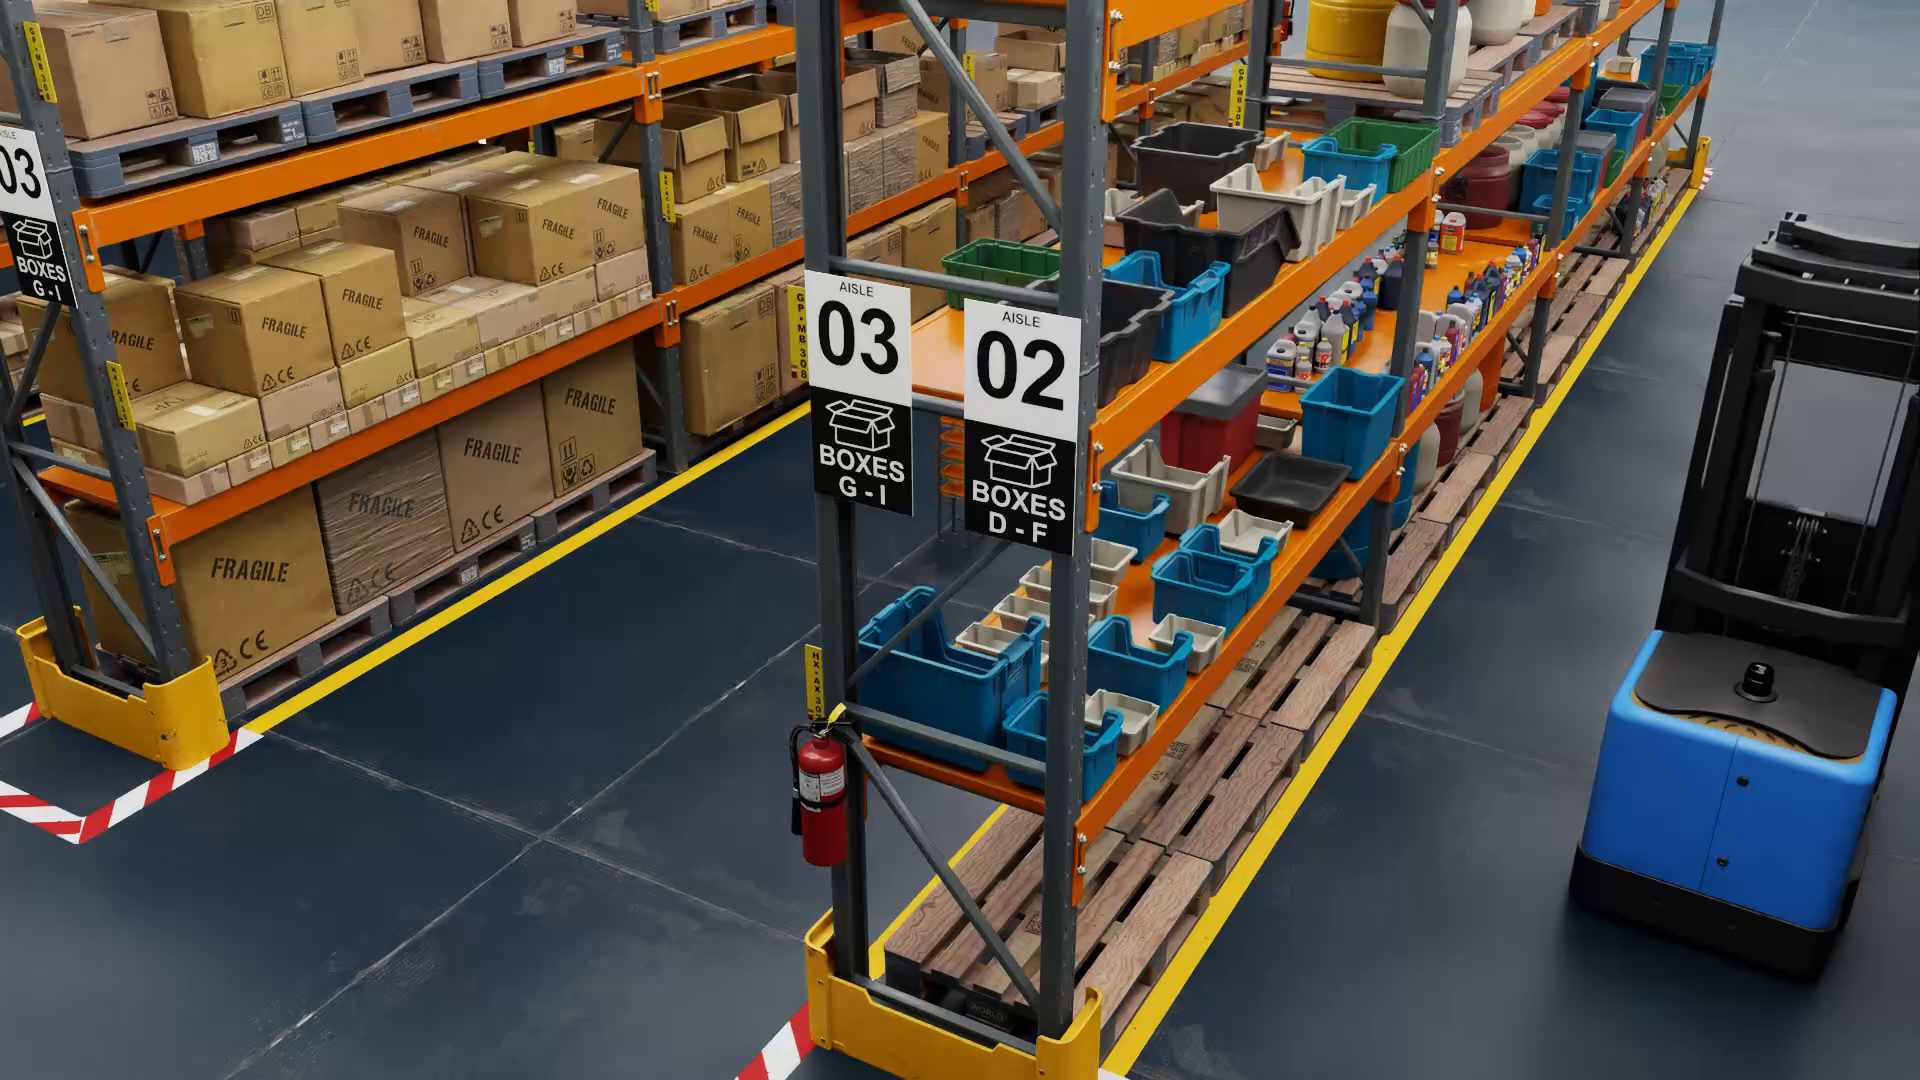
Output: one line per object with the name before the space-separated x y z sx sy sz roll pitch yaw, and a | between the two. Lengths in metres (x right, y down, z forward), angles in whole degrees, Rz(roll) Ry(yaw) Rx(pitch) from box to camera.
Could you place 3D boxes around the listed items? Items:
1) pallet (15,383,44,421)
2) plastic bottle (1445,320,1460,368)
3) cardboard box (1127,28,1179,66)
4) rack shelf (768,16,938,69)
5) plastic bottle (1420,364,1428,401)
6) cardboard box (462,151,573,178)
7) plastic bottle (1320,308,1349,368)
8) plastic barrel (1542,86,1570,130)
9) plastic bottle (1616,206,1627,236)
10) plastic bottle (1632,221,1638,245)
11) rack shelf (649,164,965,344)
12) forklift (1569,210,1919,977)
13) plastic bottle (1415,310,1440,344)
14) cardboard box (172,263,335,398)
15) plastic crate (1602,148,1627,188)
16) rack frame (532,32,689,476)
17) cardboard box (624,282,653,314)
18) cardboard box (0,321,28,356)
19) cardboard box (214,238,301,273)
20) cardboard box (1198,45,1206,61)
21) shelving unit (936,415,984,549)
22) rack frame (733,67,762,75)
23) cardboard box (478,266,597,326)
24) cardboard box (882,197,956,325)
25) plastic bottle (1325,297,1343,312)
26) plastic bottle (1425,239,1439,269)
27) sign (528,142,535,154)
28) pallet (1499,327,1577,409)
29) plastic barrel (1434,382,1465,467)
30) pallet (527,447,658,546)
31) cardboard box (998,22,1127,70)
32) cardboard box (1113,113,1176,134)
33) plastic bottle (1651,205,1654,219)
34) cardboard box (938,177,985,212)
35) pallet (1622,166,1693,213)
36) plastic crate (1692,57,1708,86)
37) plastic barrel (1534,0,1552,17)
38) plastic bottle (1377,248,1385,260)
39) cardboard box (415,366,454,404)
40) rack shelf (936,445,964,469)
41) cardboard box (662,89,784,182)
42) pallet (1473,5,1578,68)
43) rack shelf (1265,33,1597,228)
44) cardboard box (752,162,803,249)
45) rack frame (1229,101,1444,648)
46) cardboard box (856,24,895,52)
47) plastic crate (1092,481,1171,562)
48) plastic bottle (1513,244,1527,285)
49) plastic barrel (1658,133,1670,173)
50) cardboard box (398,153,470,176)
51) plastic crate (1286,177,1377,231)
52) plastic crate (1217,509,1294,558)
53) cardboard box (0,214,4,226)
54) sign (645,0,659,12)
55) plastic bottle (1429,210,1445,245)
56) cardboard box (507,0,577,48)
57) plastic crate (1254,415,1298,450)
pallet | -7.549 -1.062 12.635 1.003 0.211 1.213 14 30 26
plastic bottle | 2.919 -1.176 9.879 0.061 0.283 0.133 14 30 26
cardboard box | 1.829 -5.381 17.705 0.875 0.500 0.500 14 30 26
rack shelf | -1.731 -6.631 21.449 1.077 0.370 4.000 14 30 26
plastic bottle | 2.588 -0.894 9.407 0.097 0.201 0.097 0 27 0
cardboard box | -2.840 -2.195 10.781 0.500 0.500 0.500 14 30 26
plastic bottle | 2.223 -1.210 9.870 0.144 0.351 0.185 14 30 26
plastic barrel | 5.204 -3.687 14.613 0.433 0.535 0.433 0 27 0
plastic bottle | 6.446 -3.116 16.166 0.061 0.283 0.133 14 30 26
plastic bottle | 6.404 -2.955 15.859 0.097 0.271 0.097 0 27 0
rack shelf | -1.398 -2.382 12.960 1.077 0.370 4.000 14 30 26
forklift | 3.953 -0.100 7.675 1.130 2.935 3.031 16 31 29
plastic bottle | 2.813 -1.268 10.072 0.152 0.276 0.135 14 30 26
cardboard box | -3.633 -1.089 8.571 0.500 0.500 0.500 13 30 25
plastic crate | 5.255 -3.115 13.859 0.450 0.188 0.662 14 30 26
rack frame | -2.382 -1.924 11.242 1.000 3.000 0.127 14 30 26
cardboard box | -2.247 -1.620 10.917 0.380 0.149 0.250 14 30 26
cardboard box | -7.177 -1.514 12.474 0.380 0.149 0.250 13 29 24
cardboard box | -6.056 -2.355 14.427 0.500 0.500 0.500 15 30 28
cardboard box | 2.515 -5.439 18.546 0.380 0.149 0.250 14 30 26
shelving unit | 0.007 -0.542 10.493 0.258 1.200 0.189 14 30 26
rack frame | -2.715 -6.173 19.731 1.000 3.000 0.127 14 30 26
cardboard box | -2.623 -1.558 10.346 0.500 0.250 0.500 15 30 28
cardboard box | -0.772 -2.456 14.210 1.225 0.875 0.875 13 29 24
plastic bottle | 2.270 -1.341 10.217 0.152 0.276 0.135 14 30 26
plastic bottle | 3.294 -2.005 11.627 0.097 0.201 0.097 0 27 0
sign | -2.859 -2.522 11.232 0.100 0.325 0.005 14 30 26
pallet | 4.313 -1.438 13.388 1.003 0.211 1.213 14 30 26
plastic barrel | 3.117 -0.867 11.356 0.600 0.588 0.708 14 30 26
pallet | -2.824 -0.398 11.309 1.003 0.211 1.213 14 30 26
cardboard box | 1.041 -5.219 16.685 1.000 1.000 1.000 14 30 26
cardboard box | 2.060 -4.484 18.679 0.500 0.500 0.500 -22 34 -37
plastic bottle | 6.877 -3.298 16.622 0.097 0.201 0.097 0 27 0
cardboard box | -0.111 -3.165 15.184 0.500 0.250 0.500 16 31 28
pallet | 7.433 -3.907 18.320 1.003 0.211 1.213 14 30 26
plastic crate | 7.523 -4.930 17.415 0.499 0.251 0.408 14 30 26
plastic barrel | 3.616 -3.893 10.875 0.600 0.830 0.708 14 30 26
plastic bottle | 2.795 -1.802 11.129 0.061 0.283 0.133 14 30 26
cardboard box | -3.132 -0.918 9.514 0.380 0.149 0.250 13 30 25
rack shelf | 0.007 -0.502 10.513 0.258 0.103 0.180 14 30 26
cardboard box | -1.727 -2.933 12.025 0.797 0.503 0.637 15 30 27
pallet | 3.436 -3.372 10.996 1.003 0.211 1.213 14 30 26
rack shelf | 2.914 -2.632 10.110 1.077 0.370 4.000 14 30 26
cardboard box | -1.445 -2.484 12.249 0.500 0.500 0.500 13 30 25
rack frame | 1.930 -0.833 9.063 1.000 3.000 0.127 14 30 26
cardboard box | -1.454 -6.348 21.984 0.875 0.875 0.875 14 30 25
plastic crate | 0.749 -0.083 7.685 0.416 0.233 0.300 14 30 26
plastic bottle | 3.788 -1.876 11.291 0.097 0.271 0.097 0 27 0
plastic barrel | 7.576 -4.312 18.323 0.421 0.512 0.421 0 27 0
cardboard box | -5.030 -3.496 15.869 0.500 0.250 0.500 15 30 27
plastic crate | 1.636 -1.477 7.293 0.293 0.136 0.466 14 30 26
plastic crate | 1.335 0.003 7.621 0.293 0.136 0.466 14 30 26
cardboard box | -7.145 -2.587 12.122 0.500 0.500 0.500 14 30 26
sign | -1.898 -3.410 10.194 0.100 0.325 0.005 14 30 26
plastic bottle | 3.404 -2.239 12.010 0.152 0.276 0.135 14 30 26
cardboard box | -2.715 -3.224 9.796 0.700 0.500 0.500 12 29 23
plastic crate | 1.577 -0.592 8.809 0.396 0.136 0.243 14 30 26
